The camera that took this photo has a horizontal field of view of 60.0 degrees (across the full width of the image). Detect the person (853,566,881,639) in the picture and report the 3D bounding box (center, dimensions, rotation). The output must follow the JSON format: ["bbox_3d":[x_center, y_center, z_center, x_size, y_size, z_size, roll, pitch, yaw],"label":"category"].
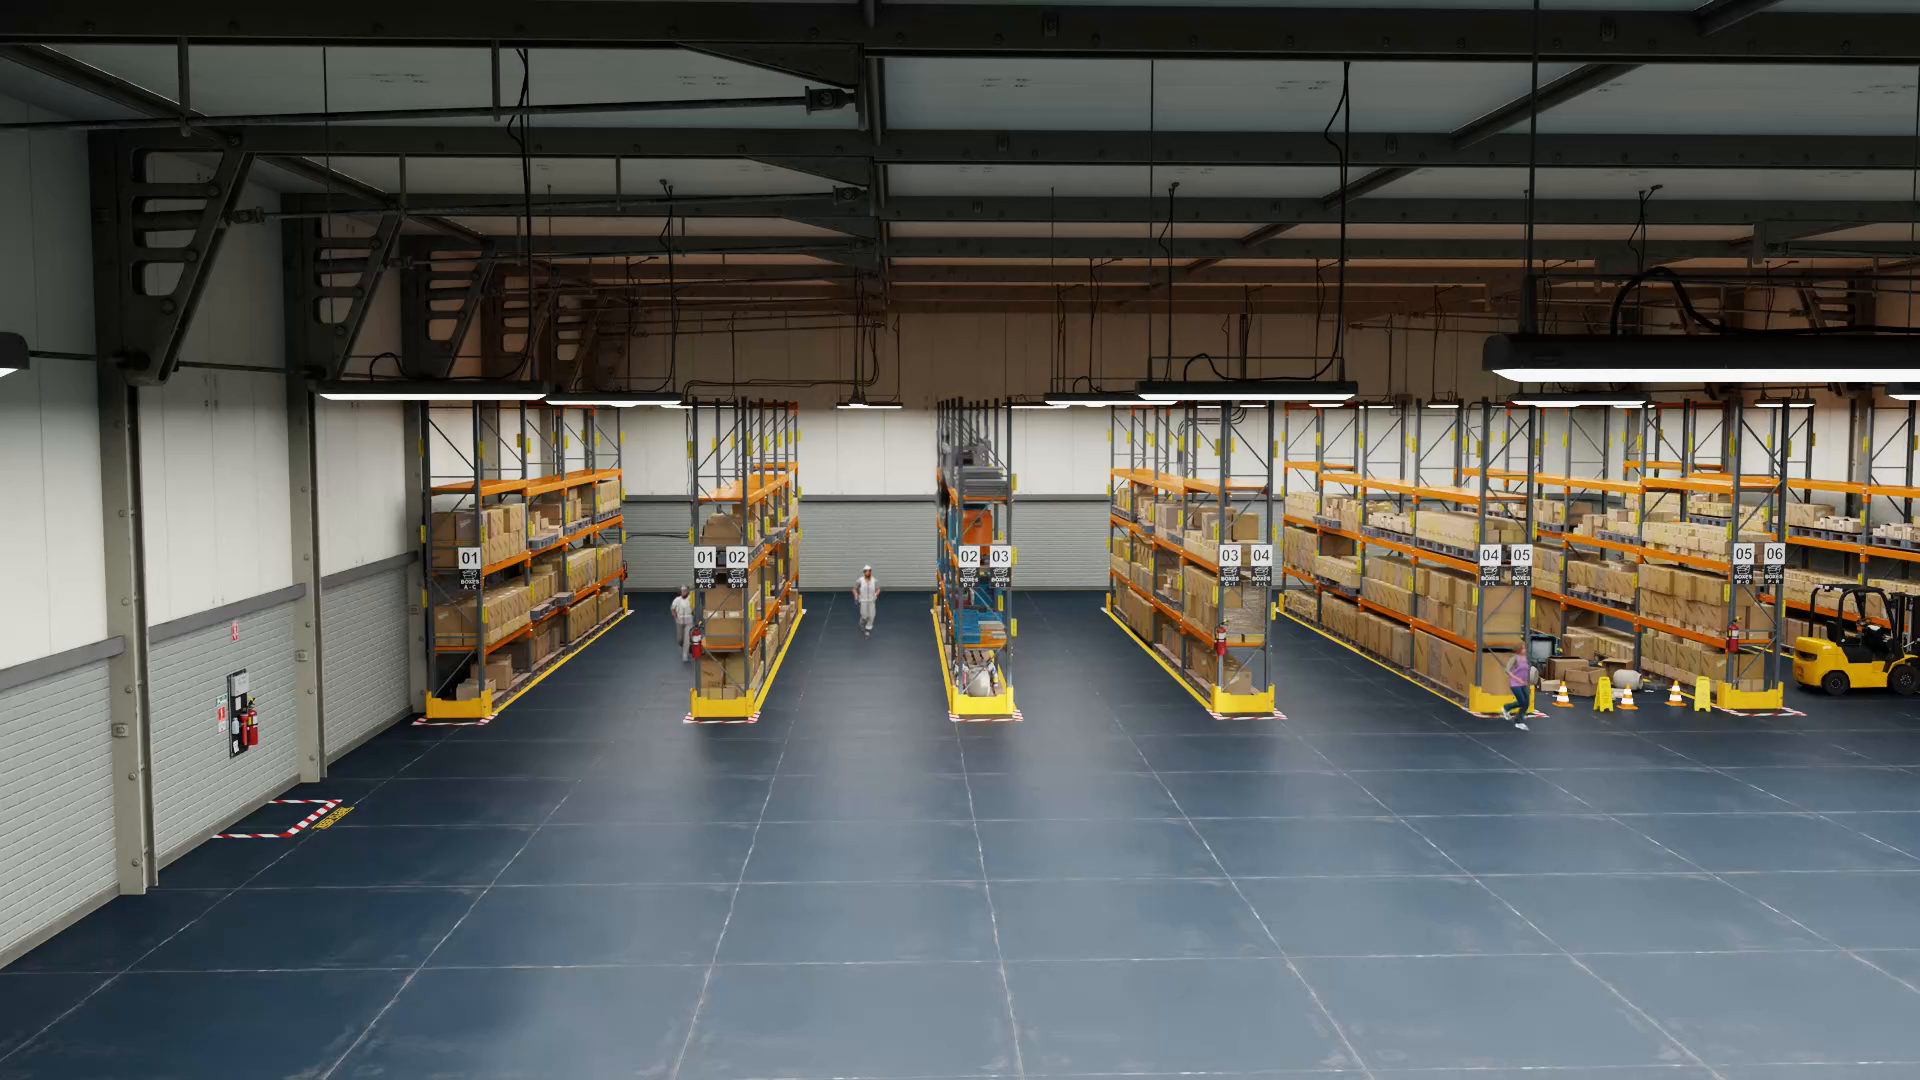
[{"bbox_3d":[-2.207,1.492,39.728,0.657,1.747,0.594,-1,5,-14],"label":"person"}]

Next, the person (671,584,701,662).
[{"bbox_3d":[-6.319,1.892,38.246,0.678,1.743,0.992,0,4,-2],"label":"person"}]

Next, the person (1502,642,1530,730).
[{"bbox_3d":[10.073,2.632,30.102,0.574,1.575,0.556,-3,5,-34],"label":"person"}]
